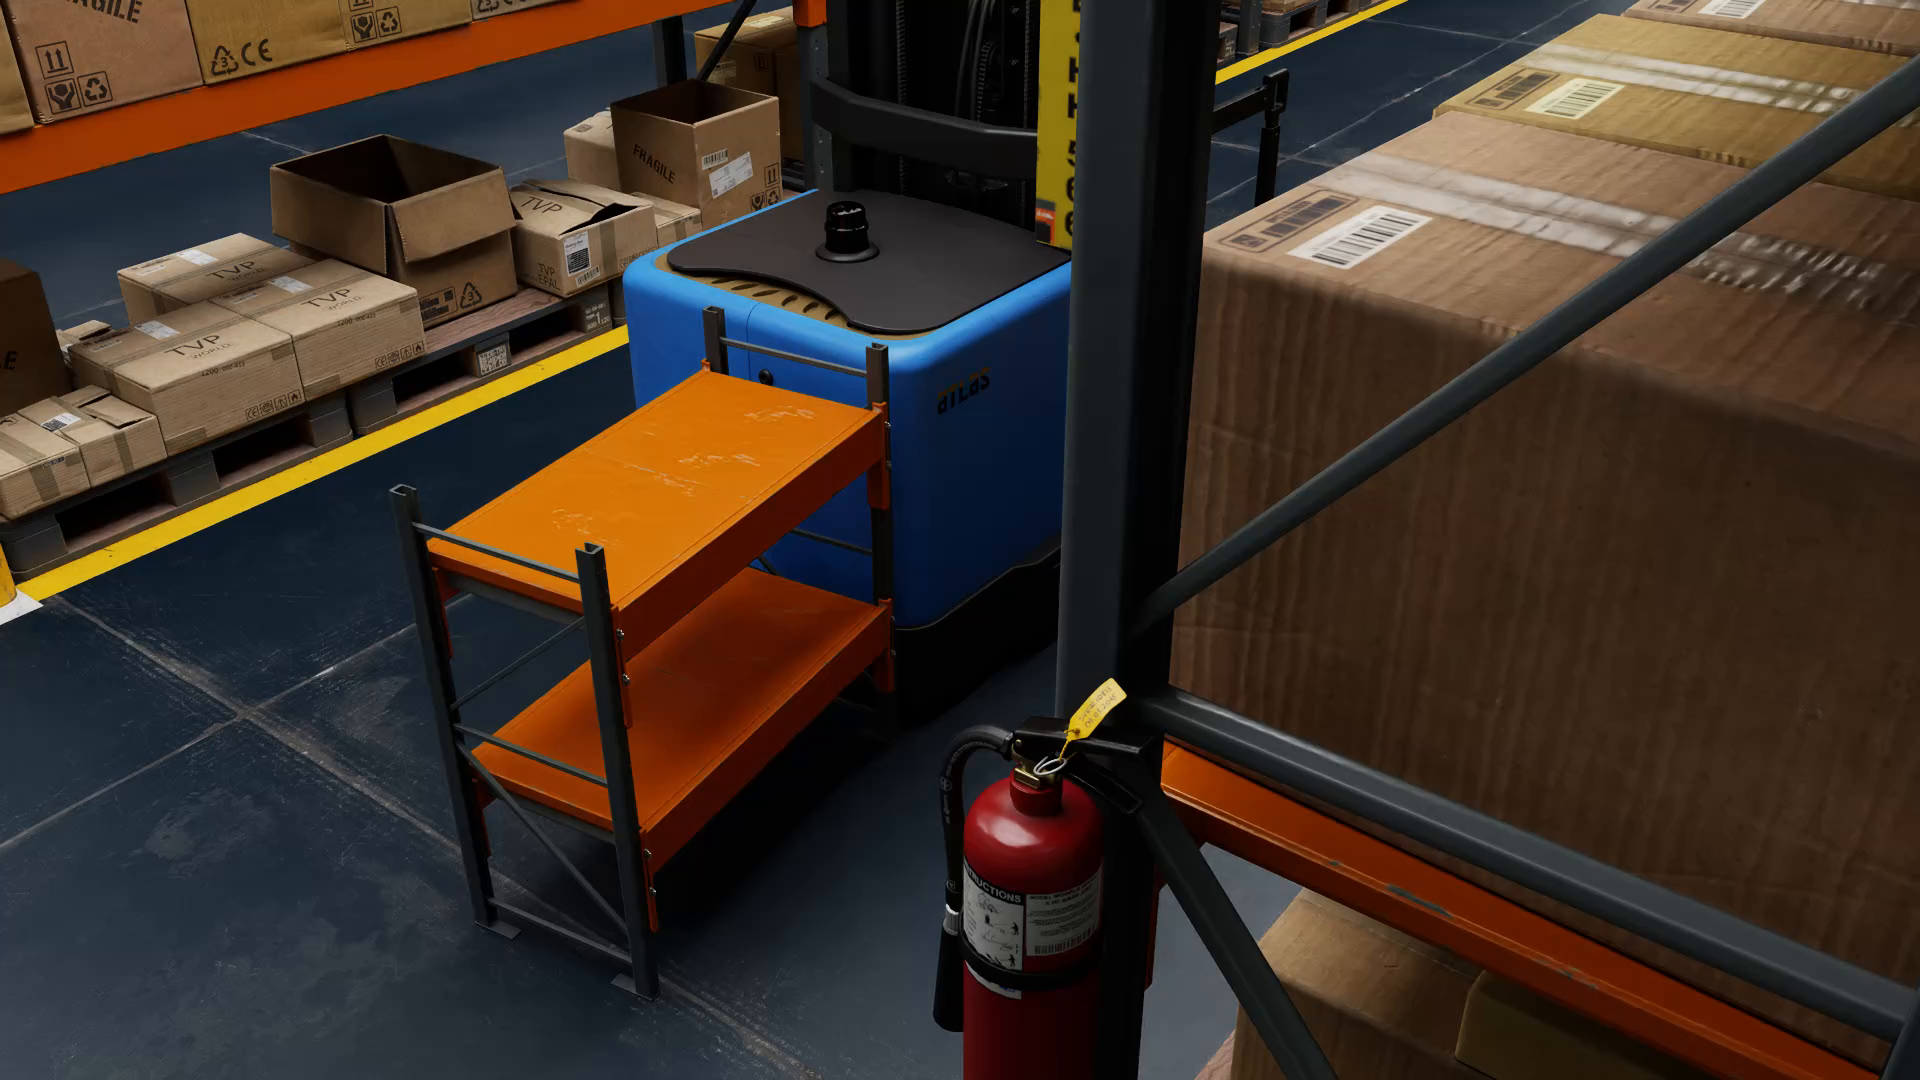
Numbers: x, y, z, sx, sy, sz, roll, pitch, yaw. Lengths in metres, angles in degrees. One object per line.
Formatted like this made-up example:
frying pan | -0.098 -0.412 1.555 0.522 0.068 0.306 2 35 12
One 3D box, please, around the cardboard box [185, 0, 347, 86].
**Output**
cardboard box | -2.314 -1.758 5.175 0.500 0.500 0.500 21 37 31

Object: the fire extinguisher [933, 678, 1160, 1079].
fire extinguisher | 0.088 0.435 2.015 0.296 0.674 0.183 21 37 31

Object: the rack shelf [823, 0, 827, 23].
rack shelf | 0.217 -3.330 8.633 1.077 0.370 4.000 21 37 31

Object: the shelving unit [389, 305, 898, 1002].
shelving unit | -0.632 0.214 3.785 0.538 1.125 1.048 15 34 24

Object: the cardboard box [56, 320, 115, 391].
cardboard box | -2.957 -0.605 5.676 0.380 0.166 0.250 21 37 31

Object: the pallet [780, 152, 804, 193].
pallet | -0.529 -1.969 8.366 1.003 0.211 1.213 21 37 31

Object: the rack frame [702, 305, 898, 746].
rack frame | -0.390 -0.013 4.169 0.500 1.125 0.032 15 34 24

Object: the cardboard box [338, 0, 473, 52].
cardboard box | -2.011 -1.960 5.517 0.500 0.500 0.500 22 37 32

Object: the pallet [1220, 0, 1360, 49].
pallet | 1.952 -3.576 11.076 1.003 0.211 1.213 21 37 31

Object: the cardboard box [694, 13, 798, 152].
cardboard box | -0.921 -2.229 8.090 0.500 0.500 0.500 21 37 31

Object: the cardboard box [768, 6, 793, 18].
cardboard box | -0.616 -2.428 8.425 0.500 0.500 0.500 21 37 31

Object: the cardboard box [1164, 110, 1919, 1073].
cardboard box | 0.847 -0.017 2.043 0.980 0.700 0.700 23 38 33

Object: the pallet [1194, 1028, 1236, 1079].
pallet | 0.967 1.173 3.064 1.003 0.211 1.213 21 37 31

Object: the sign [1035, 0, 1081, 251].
sign | 0.123 -0.451 1.700 0.100 0.325 0.005 21 37 31

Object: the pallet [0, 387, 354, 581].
pallet | -2.878 -0.356 5.645 1.003 0.211 1.213 21 37 31

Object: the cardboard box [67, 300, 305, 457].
cardboard box | -2.548 -0.544 5.492 0.500 0.250 0.500 21 37 31

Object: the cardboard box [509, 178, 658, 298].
cardboard box | -1.561 -1.236 6.598 0.500 0.311 0.500 21 37 31

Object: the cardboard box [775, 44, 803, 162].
cardboard box | -0.504 -2.062 7.808 0.500 0.500 0.500 19 36 29

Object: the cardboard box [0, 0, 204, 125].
cardboard box | -2.619 -1.554 4.833 0.500 0.500 0.500 21 36 31

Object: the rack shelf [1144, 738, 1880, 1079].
rack shelf | 1.754 -0.181 3.319 1.077 0.370 4.000 21 37 31

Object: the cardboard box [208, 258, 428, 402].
cardboard box | -2.247 -0.747 5.835 0.500 0.250 0.500 21 37 31

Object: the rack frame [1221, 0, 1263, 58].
rack frame | 1.424 -4.453 9.821 1.000 3.000 0.127 21 37 31

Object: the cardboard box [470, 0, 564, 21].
cardboard box | -1.706 -2.168 5.868 0.500 0.500 0.500 22 37 32

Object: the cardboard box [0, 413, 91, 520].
cardboard box | -2.878 -0.228 5.058 0.380 0.149 0.250 21 37 31

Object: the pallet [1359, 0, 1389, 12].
pallet | 2.689 -4.069 11.909 1.003 0.211 1.213 21 37 31

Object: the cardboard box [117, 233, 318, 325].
cardboard box | -2.675 -0.881 6.060 0.500 0.250 0.500 21 37 31

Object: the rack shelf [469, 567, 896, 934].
rack shelf | -0.632 0.425 3.910 0.538 0.278 1.000 15 34 24

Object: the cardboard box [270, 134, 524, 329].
cardboard box | -2.120 -1.177 6.311 0.797 0.503 0.637 21 37 31

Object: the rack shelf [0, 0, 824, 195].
rack shelf | -2.197 -1.704 5.889 1.077 0.370 4.000 21 37 31

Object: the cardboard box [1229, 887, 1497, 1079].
cardboard box | 0.890 0.902 2.827 0.700 0.500 0.500 21 37 31

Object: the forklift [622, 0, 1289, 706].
forklift | 0.382 -1.516 4.934 1.130 2.935 3.031 21 37 31

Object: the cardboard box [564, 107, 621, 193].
cardboard box | -1.416 -1.755 7.475 0.500 0.311 0.500 21 37 31

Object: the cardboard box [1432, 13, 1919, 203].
cardboard box | 1.277 -0.316 2.548 0.980 0.700 0.700 21 36 31

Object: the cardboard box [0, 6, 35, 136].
cardboard box | -2.927 -1.343 4.476 0.500 0.500 0.500 22 37 32

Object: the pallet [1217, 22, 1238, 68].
pallet | 0.944 -2.961 10.040 1.003 0.211 1.213 21 37 31

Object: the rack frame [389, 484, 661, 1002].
rack frame | -0.874 0.442 3.400 0.500 1.125 0.032 15 34 24

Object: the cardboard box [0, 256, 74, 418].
cardboard box | -3.273 -0.612 5.360 0.500 0.500 0.500 21 37 31

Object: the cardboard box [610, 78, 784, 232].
cardboard box | -1.108 -1.622 7.065 0.500 0.500 0.500 21 37 31

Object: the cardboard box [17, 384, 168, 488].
cardboard box | -2.727 -0.337 5.225 0.380 0.166 0.250 21 37 31

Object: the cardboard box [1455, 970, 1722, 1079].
cardboard box | 0.974 0.735 2.472 0.380 0.149 0.250 21 37 32

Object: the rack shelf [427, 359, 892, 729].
rack shelf | -0.632 -0.037 3.636 0.538 0.278 1.000 15 34 24

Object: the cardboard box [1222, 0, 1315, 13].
cardboard box | 1.975 -3.573 10.622 0.500 0.250 0.500 21 37 31

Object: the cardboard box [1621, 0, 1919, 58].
cardboard box | 1.745 -0.624 3.066 0.980 0.700 0.700 19 36 29

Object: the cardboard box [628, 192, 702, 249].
cardboard box | -1.286 -1.300 6.866 0.380 0.149 0.250 21 37 31

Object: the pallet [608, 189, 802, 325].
pallet | -1.405 -1.348 7.318 1.003 0.211 1.213 21 37 31

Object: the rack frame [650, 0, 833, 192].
rack frame | -0.990 -2.827 7.078 1.000 3.000 0.127 21 37 31

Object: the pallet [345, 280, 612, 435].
pallet | -2.141 -0.850 6.478 1.003 0.211 1.213 21 37 31

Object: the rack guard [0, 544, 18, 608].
rack guard | -3.359 -0.156 5.024 1.175 0.500 0.348 21 37 31
